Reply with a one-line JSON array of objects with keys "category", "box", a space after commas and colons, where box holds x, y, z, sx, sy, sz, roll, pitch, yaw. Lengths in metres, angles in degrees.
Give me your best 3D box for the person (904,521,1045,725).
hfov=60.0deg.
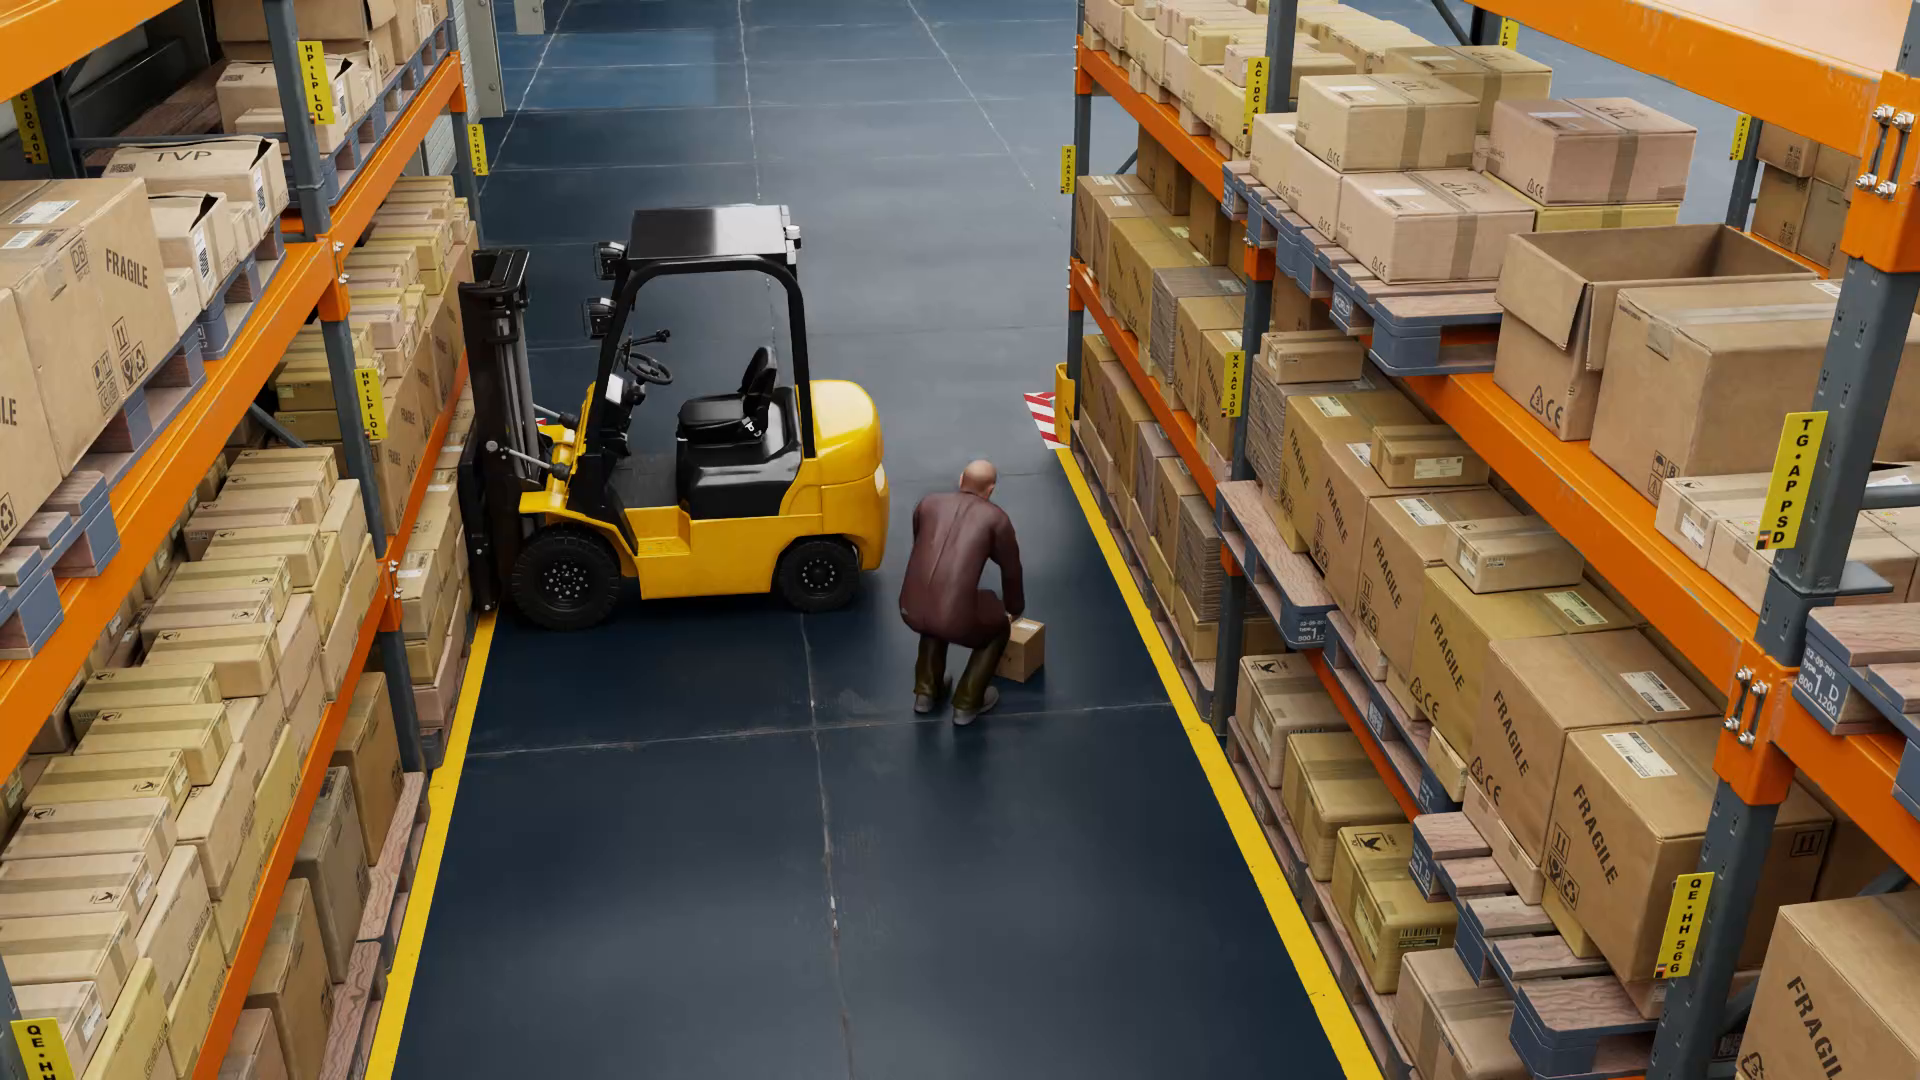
[{"category": "person", "box": [0.042, 0.469, 8.807, 0.583, 0.825, 0.883, 15, 30, 27]}]
